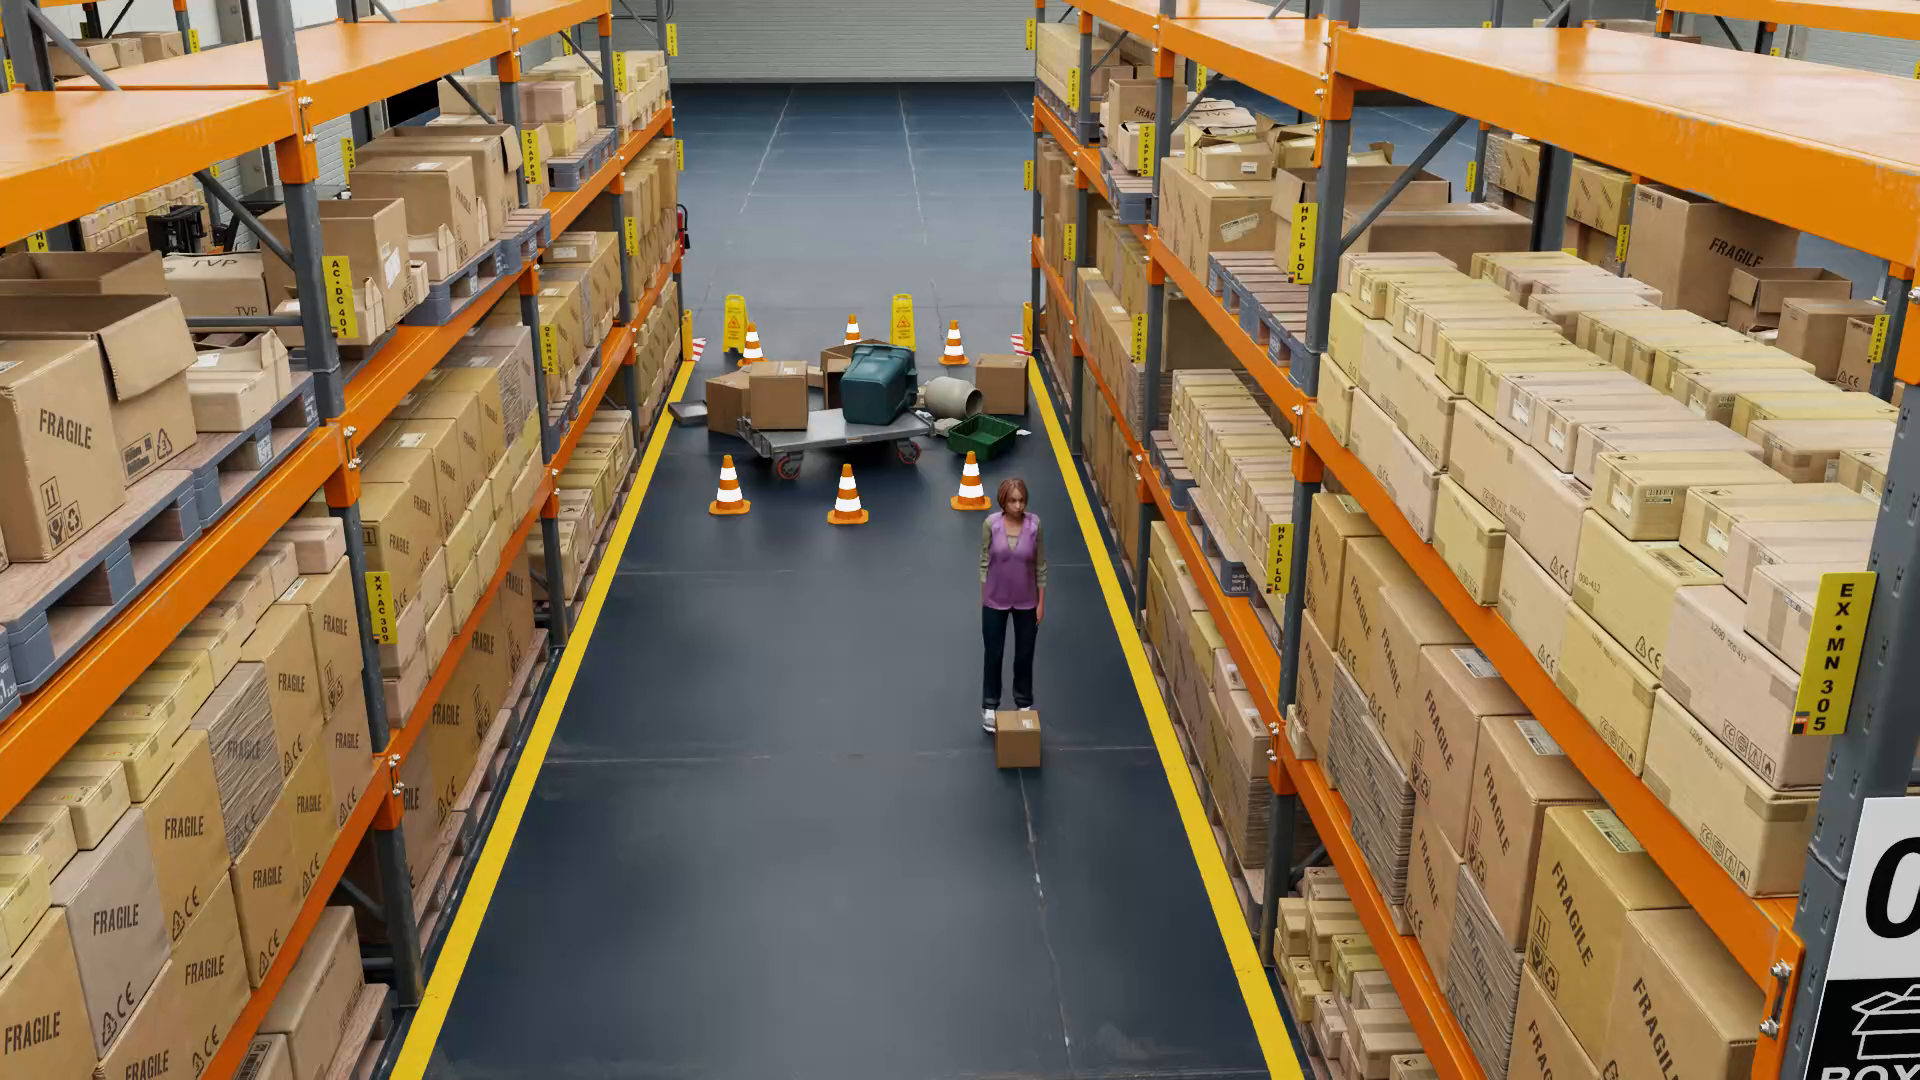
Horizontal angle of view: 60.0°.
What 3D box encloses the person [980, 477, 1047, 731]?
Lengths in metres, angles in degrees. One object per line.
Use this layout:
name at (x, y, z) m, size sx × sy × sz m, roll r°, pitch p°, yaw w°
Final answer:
person at (0.323, 0.387, 10.070) m, size 0.404 × 1.604 × 0.303 m, roll -1°, pitch 21°, yaw -2°
